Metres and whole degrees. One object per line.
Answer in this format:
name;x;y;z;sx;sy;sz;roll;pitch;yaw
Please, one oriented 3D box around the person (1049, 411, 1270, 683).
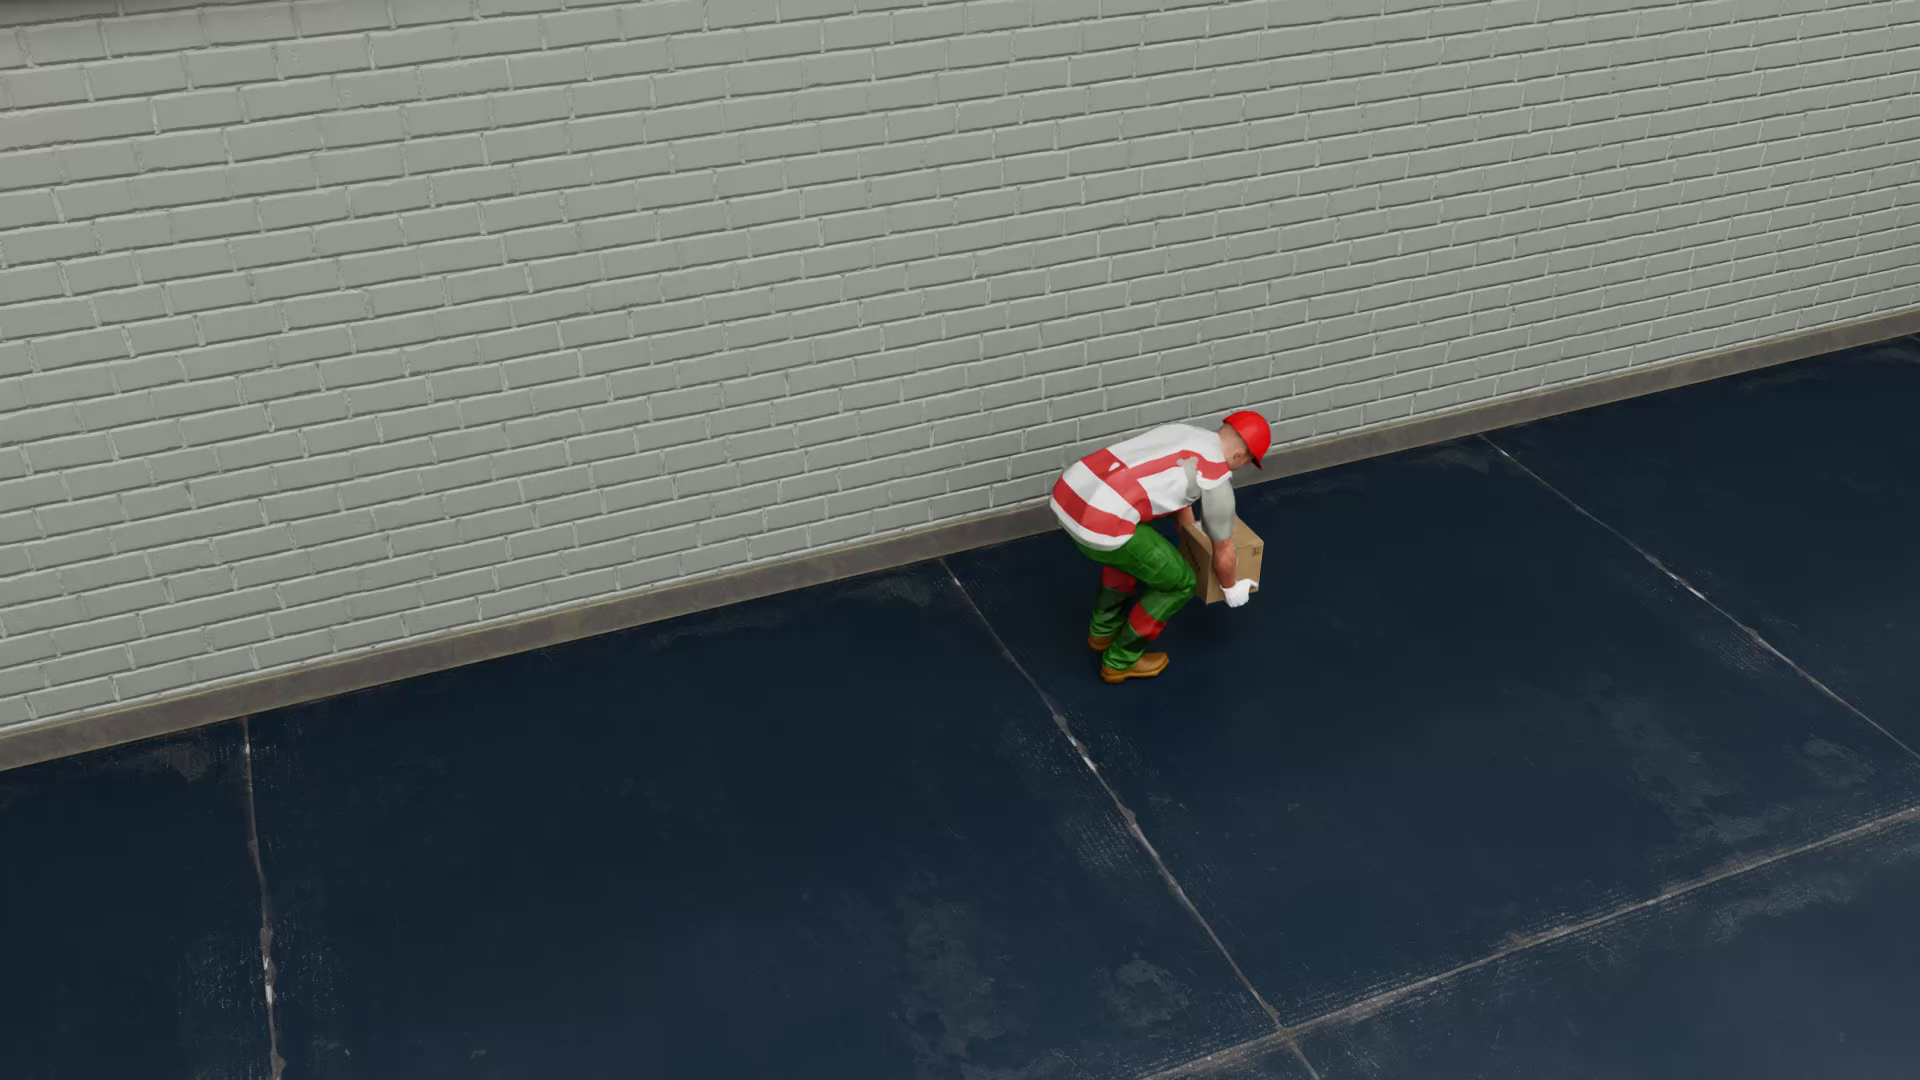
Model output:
person;0.830;0.018;6.787;0.950;1.025;0.523;-15;36;-21
